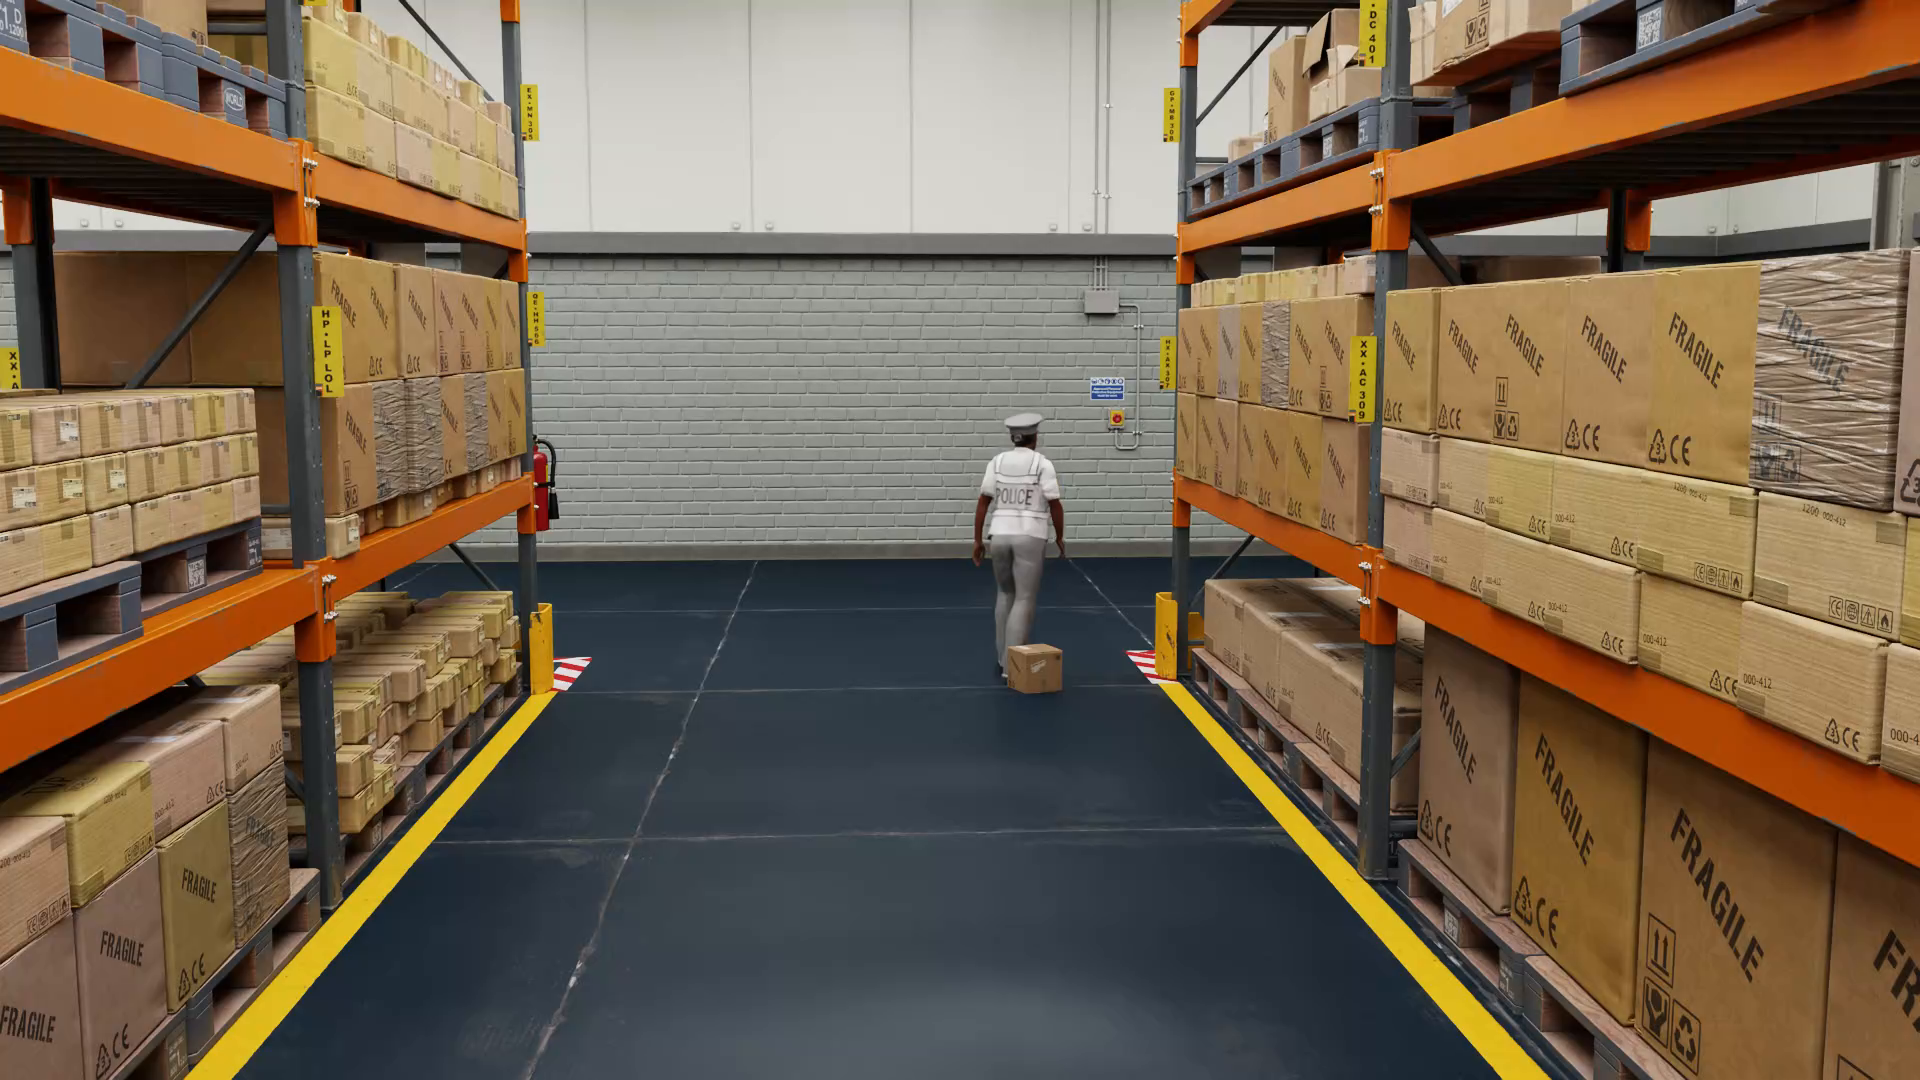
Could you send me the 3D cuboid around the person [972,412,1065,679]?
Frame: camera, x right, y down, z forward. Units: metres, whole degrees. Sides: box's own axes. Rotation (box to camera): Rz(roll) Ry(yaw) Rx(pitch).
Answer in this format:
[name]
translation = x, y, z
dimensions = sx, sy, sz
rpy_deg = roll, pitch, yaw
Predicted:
[person]
translation = 0.366, 0.024, 10.509
dimensions = 0.553, 1.644, 0.618
rpy_deg = 4, 8, 30
